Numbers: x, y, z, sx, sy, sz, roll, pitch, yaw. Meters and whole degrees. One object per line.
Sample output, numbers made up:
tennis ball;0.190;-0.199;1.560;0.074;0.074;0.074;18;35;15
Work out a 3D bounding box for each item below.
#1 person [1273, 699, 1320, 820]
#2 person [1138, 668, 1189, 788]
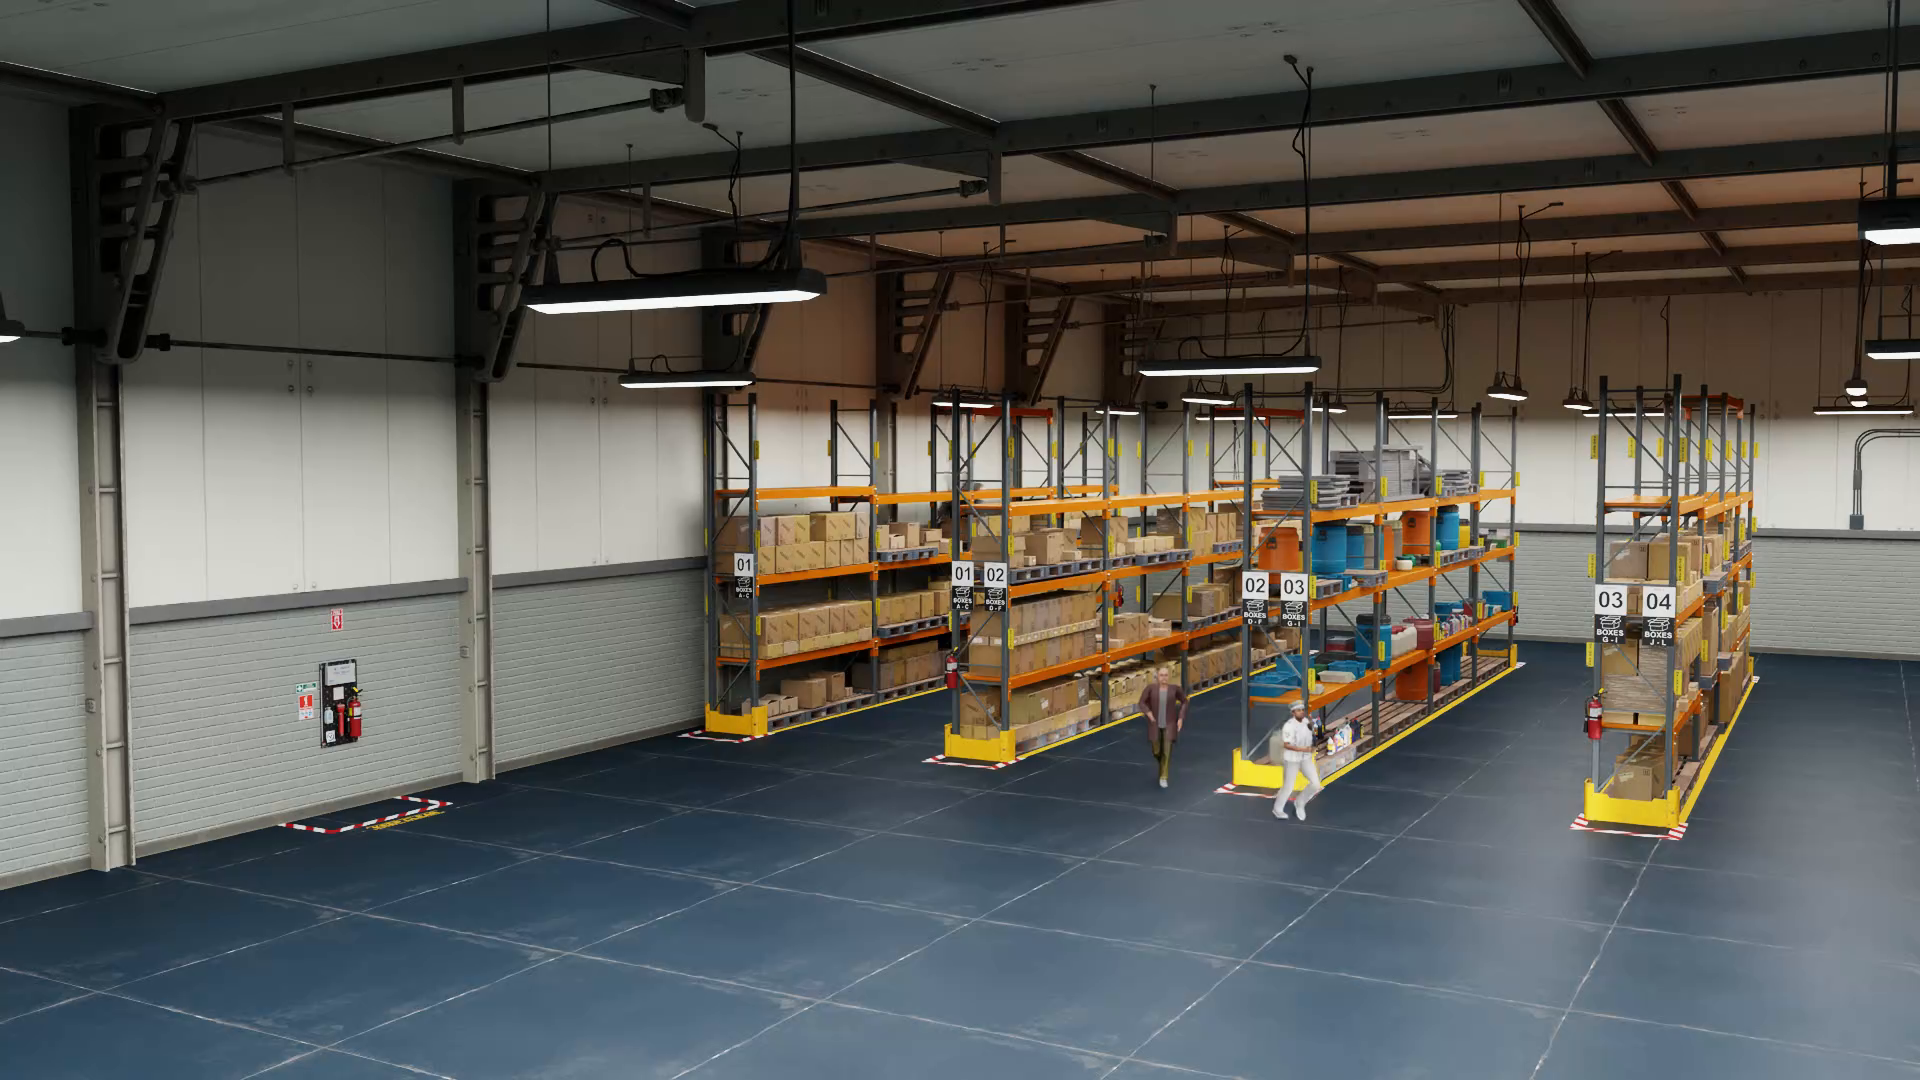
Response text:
person;4.557;2.944;22.310;0.587;1.652;0.820;-1;3;-24
person;3.051;2.792;24.984;0.748;1.765;0.797;1;3;11
